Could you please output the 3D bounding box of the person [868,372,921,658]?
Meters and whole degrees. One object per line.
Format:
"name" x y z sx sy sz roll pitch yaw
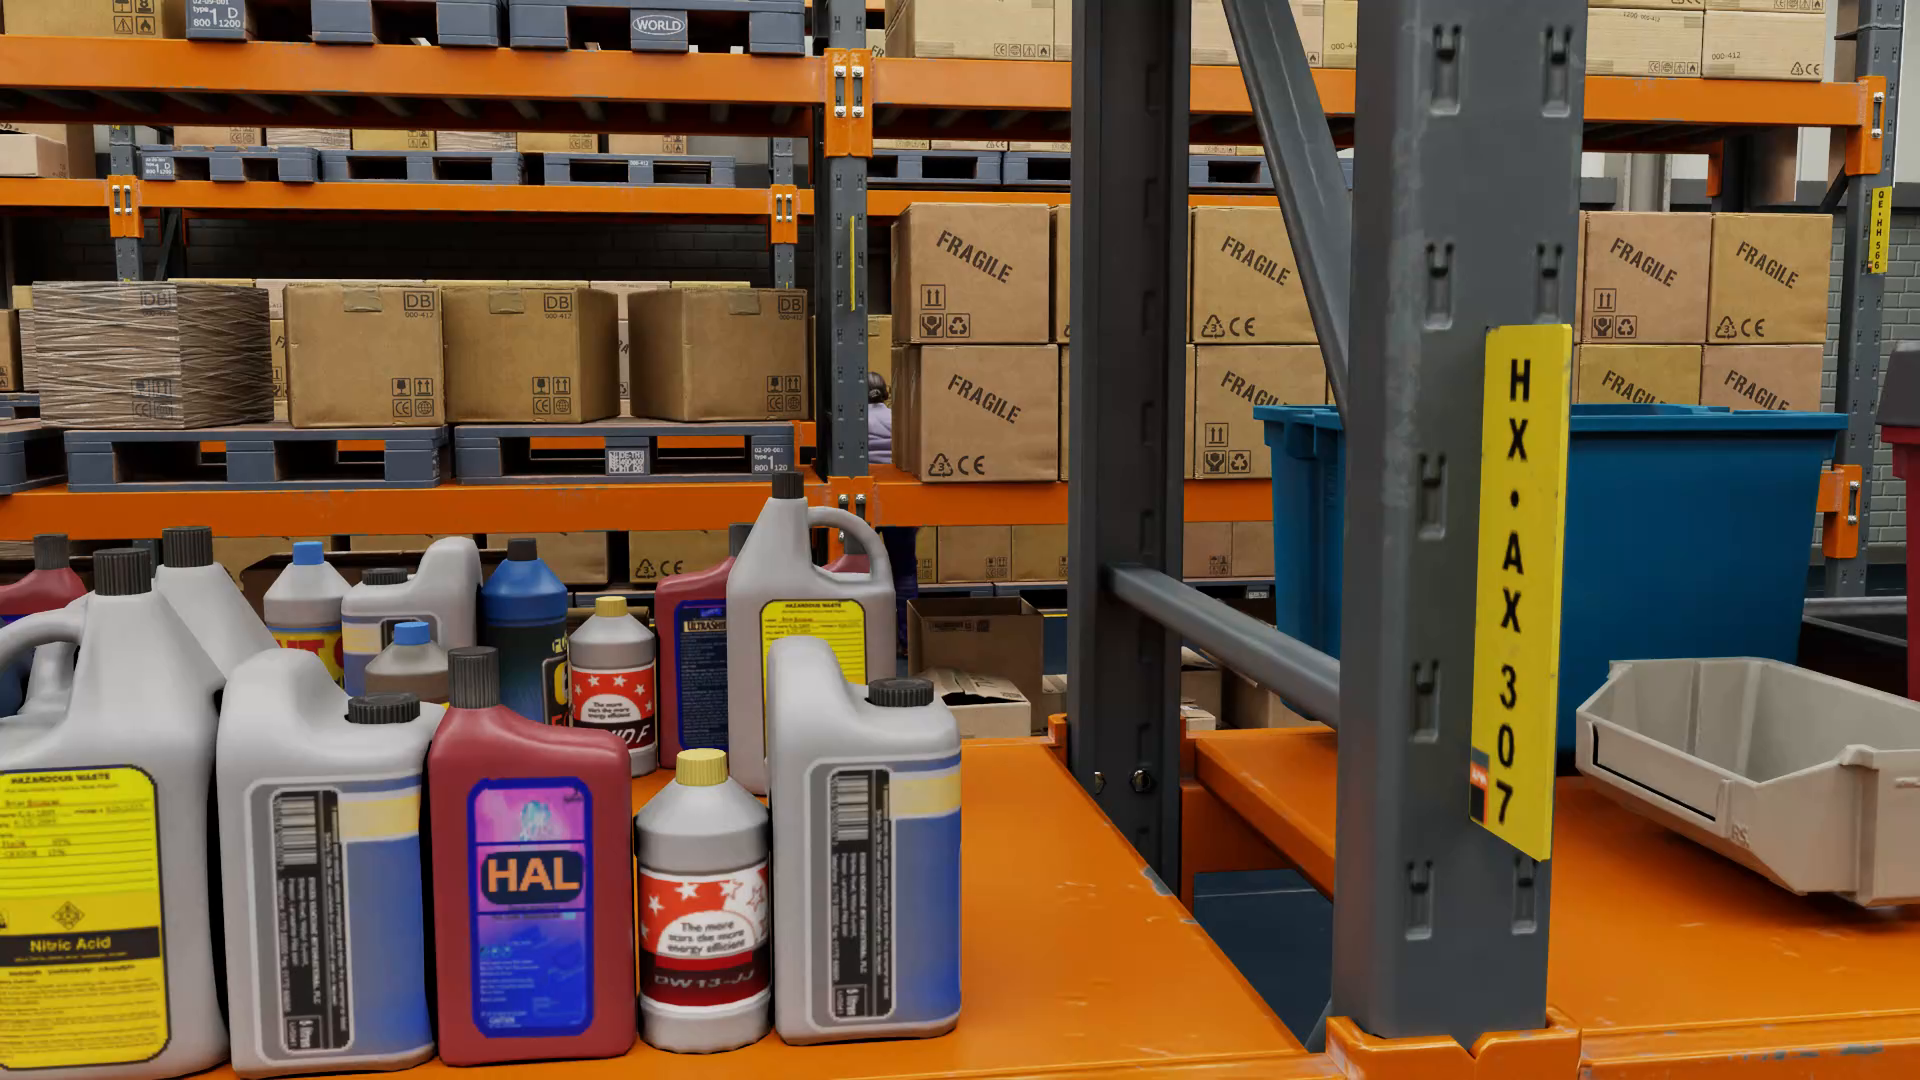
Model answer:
"person" -0.464 -0.140 9.589 0.553 1.652 0.416 -1 7 -10
